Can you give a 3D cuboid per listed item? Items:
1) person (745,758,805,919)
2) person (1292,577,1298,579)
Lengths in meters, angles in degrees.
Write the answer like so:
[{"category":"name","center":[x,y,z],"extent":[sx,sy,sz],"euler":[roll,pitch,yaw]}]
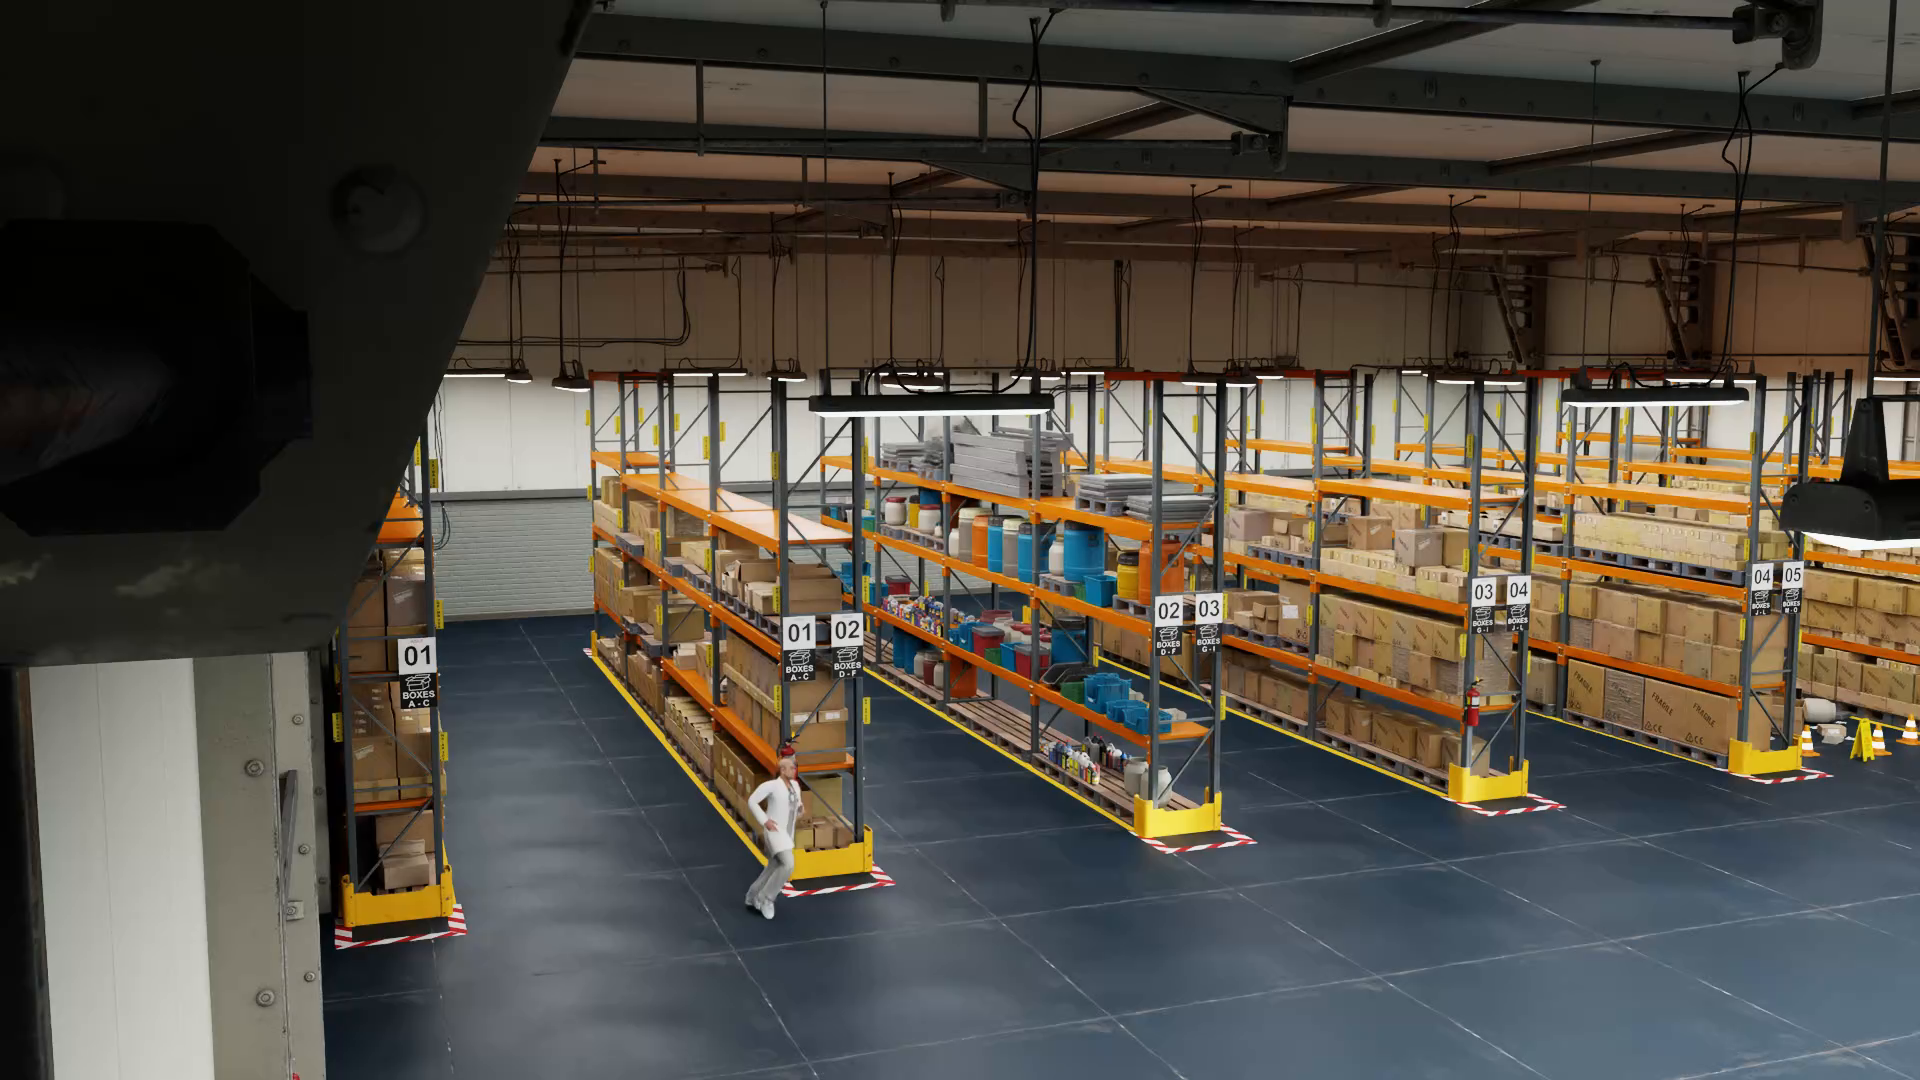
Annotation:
[{"category":"person","center":[-2.086,3.374,19.000],"extent":[0.685,1.752,0.753],"euler":[3,7,28]},{"category":"person","center":[7.006,1.616,34.827],"extent":[0.538,1.722,0.753],"euler":[-3,7,-22]}]
